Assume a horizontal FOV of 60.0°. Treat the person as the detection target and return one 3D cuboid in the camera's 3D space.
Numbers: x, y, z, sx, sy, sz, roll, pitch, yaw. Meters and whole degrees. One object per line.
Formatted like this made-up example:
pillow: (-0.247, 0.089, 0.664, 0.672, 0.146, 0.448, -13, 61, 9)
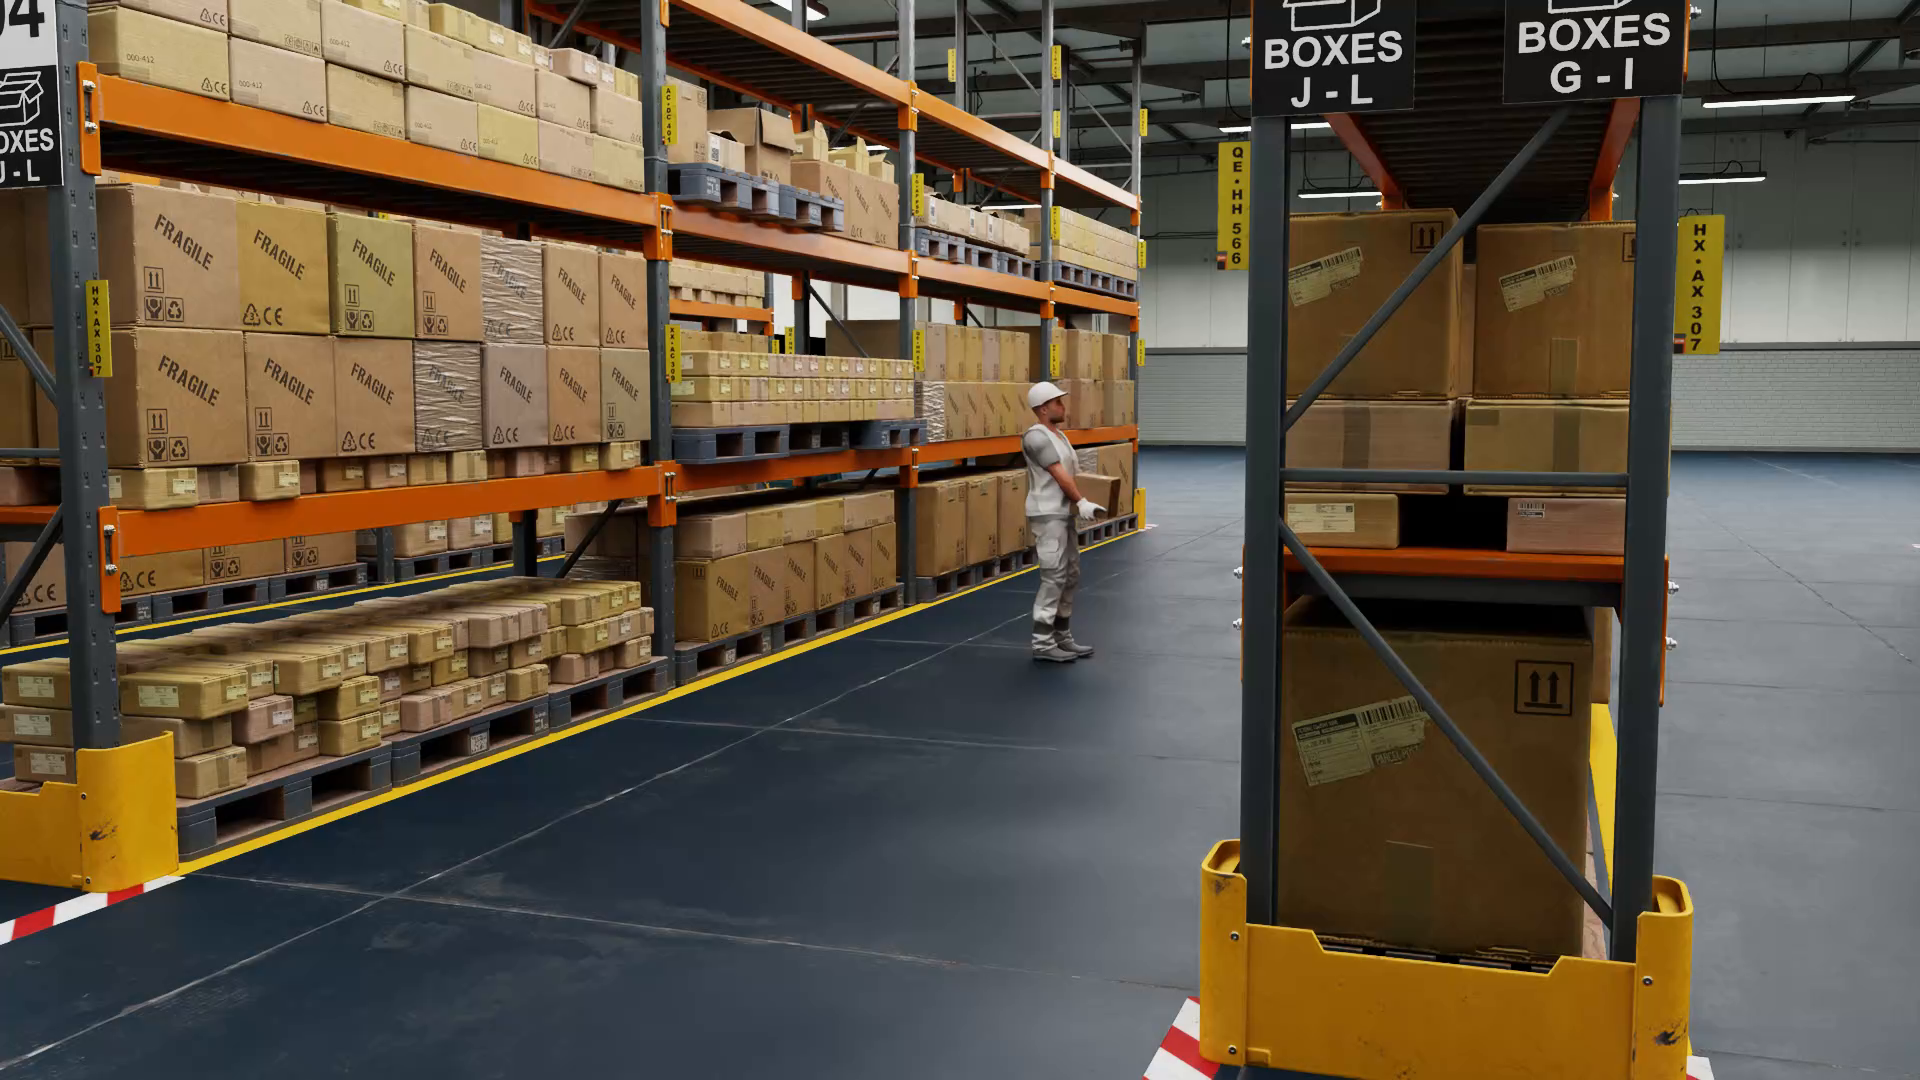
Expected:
person: (0.702, -0.122, 10.695, 0.570, 1.782, 0.493, 2, 5, 19)
